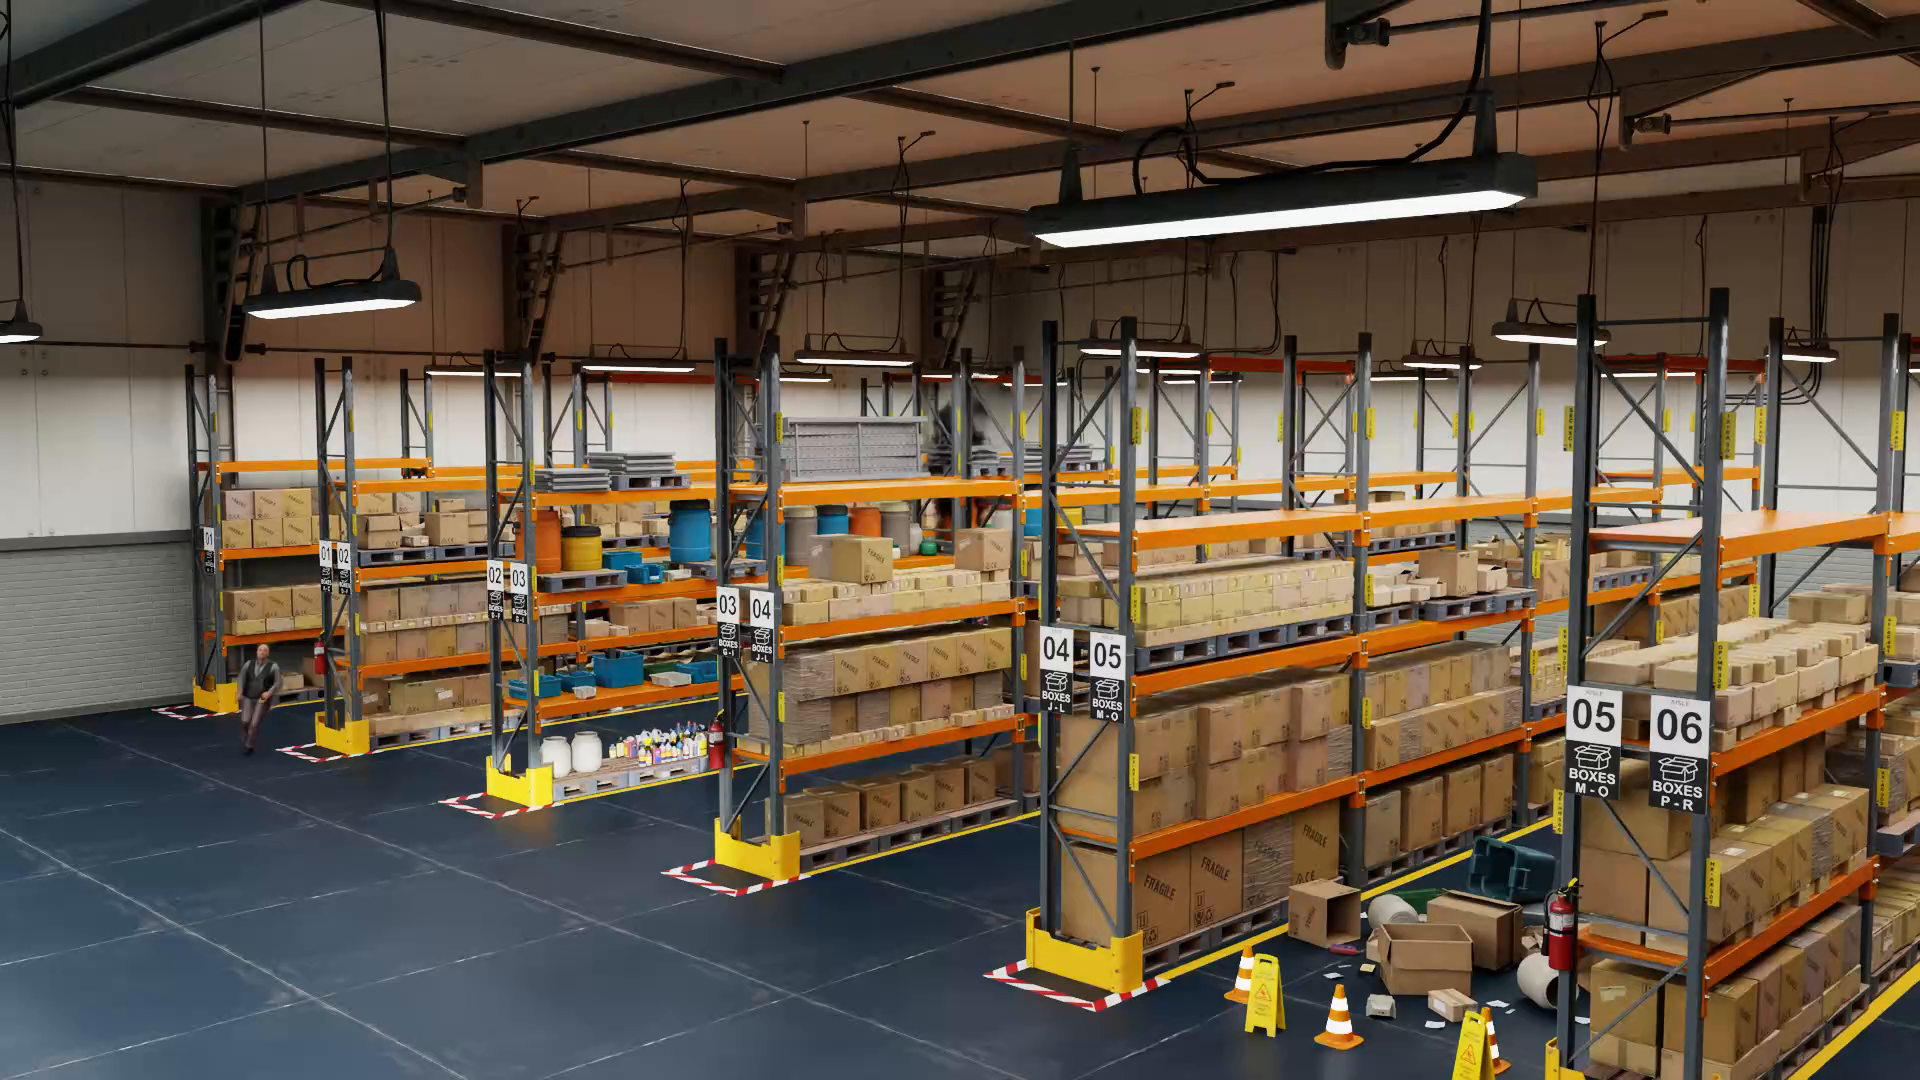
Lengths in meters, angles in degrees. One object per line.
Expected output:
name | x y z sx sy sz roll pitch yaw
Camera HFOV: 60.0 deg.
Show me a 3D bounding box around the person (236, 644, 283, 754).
person | -10.629 2.412 25.210 0.684 1.649 0.474 -1 4 -9
